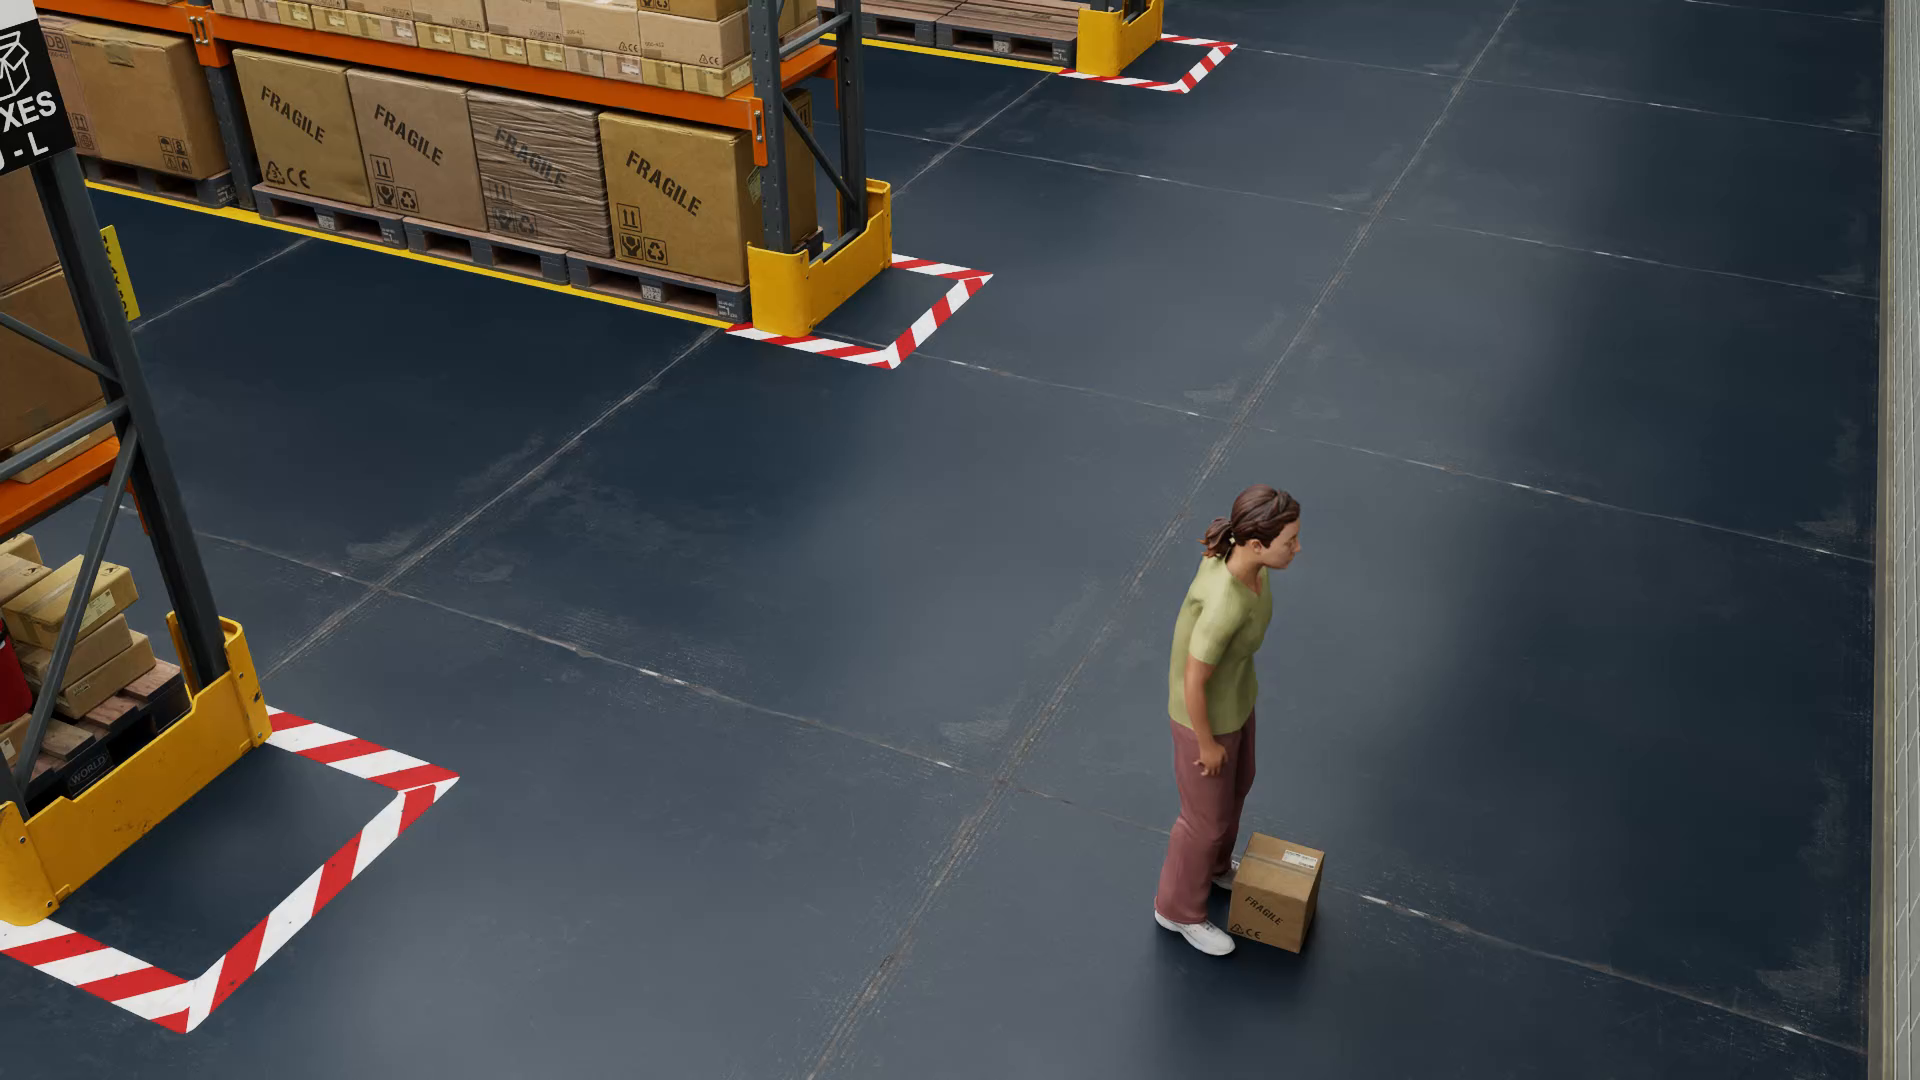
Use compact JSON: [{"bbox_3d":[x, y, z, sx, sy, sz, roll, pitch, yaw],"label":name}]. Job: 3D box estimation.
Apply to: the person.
[{"bbox_3d":[0.848,0.547,5.326,0.356,1.673,0.513,13,36,19],"label":"person"}]
